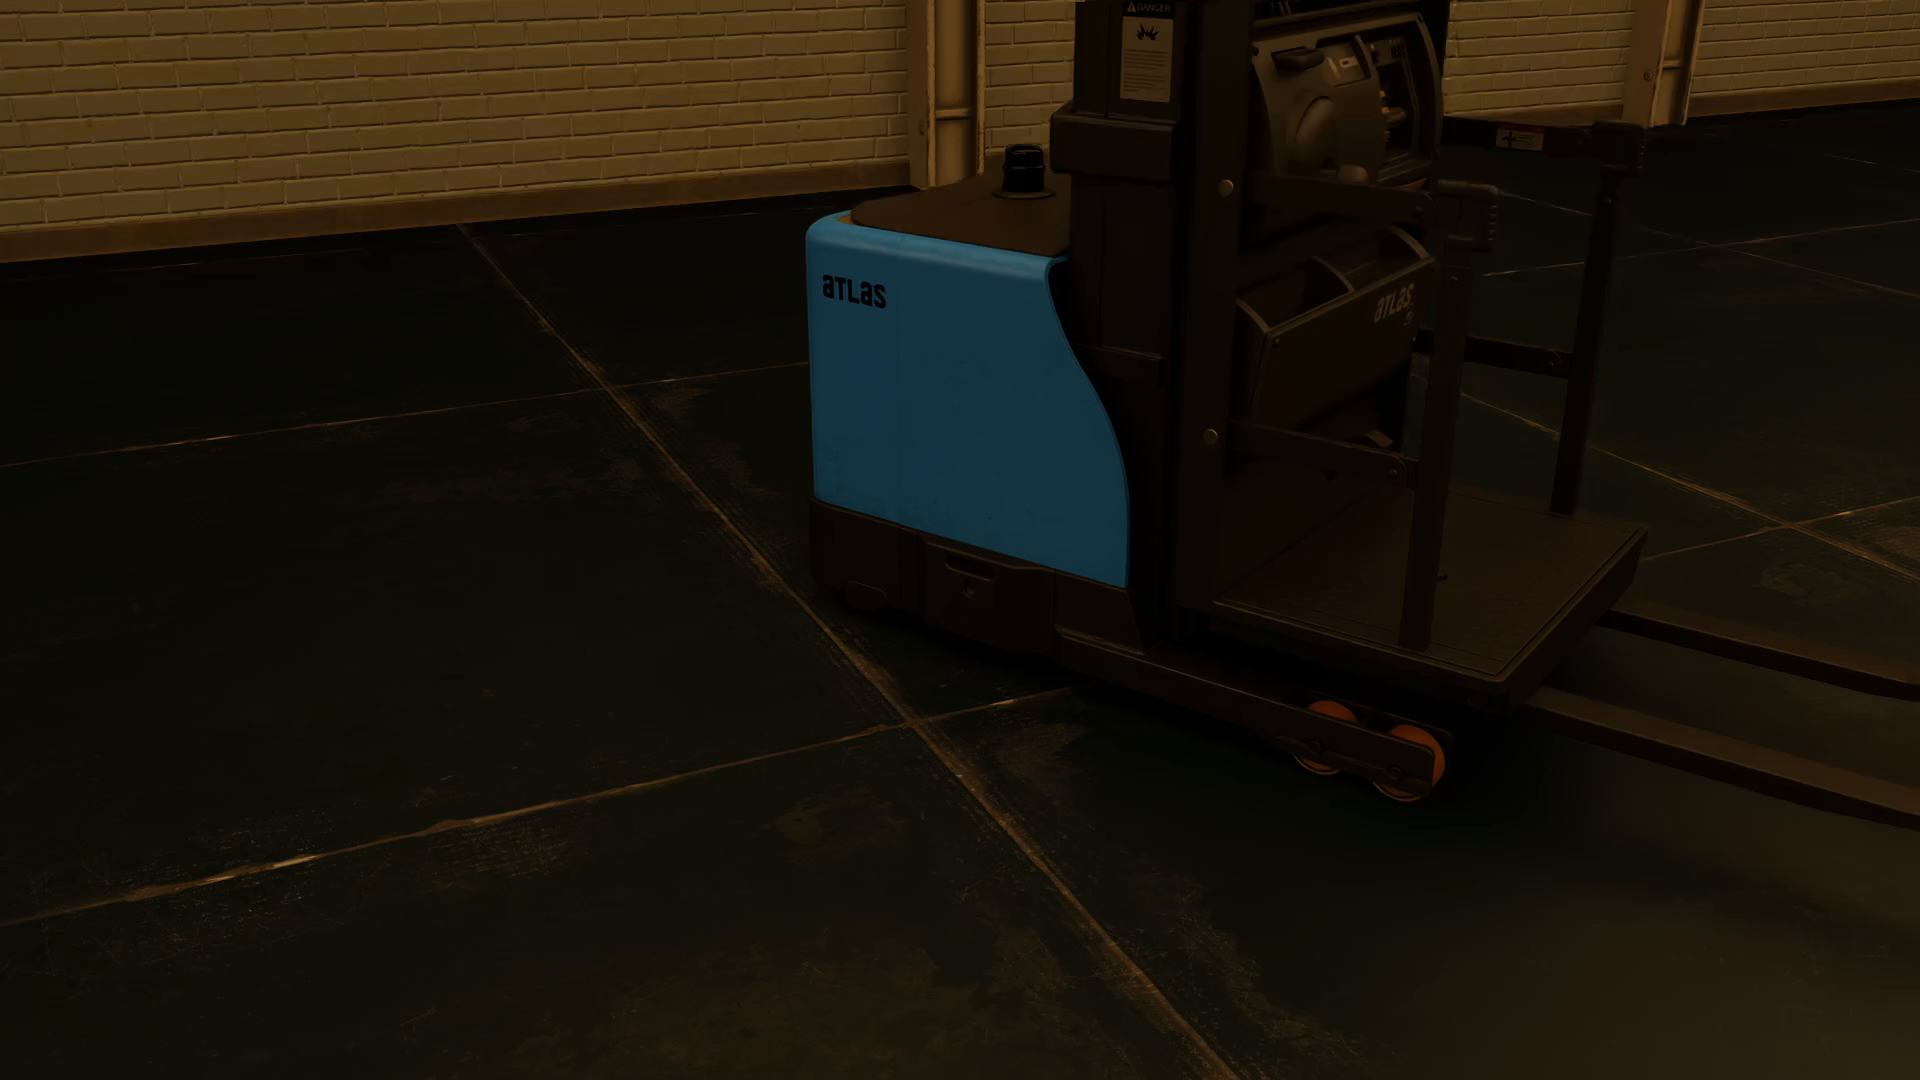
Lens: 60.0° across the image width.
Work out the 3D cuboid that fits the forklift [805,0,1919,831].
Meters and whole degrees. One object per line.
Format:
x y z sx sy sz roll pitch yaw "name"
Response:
1.066 -1.002 3.698 3.031 2.935 1.130 16 27 33 "forklift"
